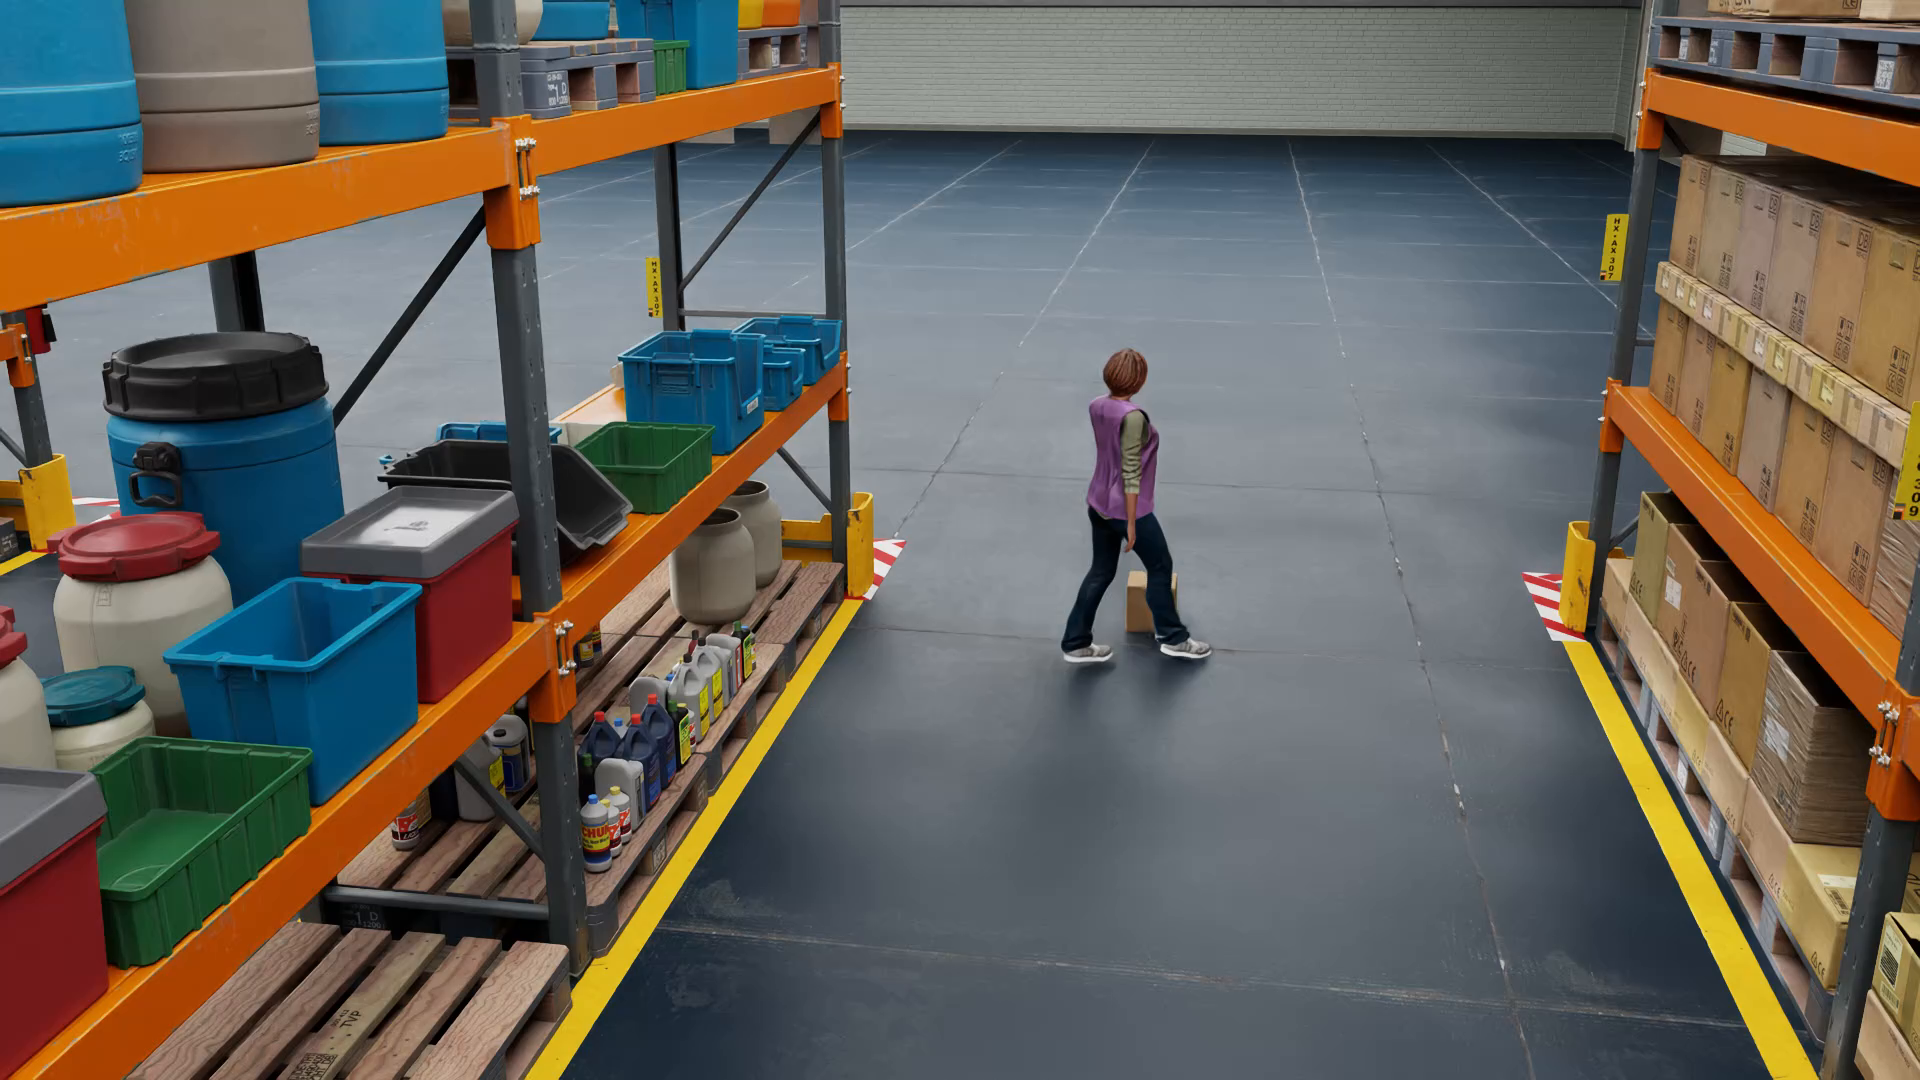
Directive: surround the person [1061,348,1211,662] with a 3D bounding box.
[{"bbox_3d":[0.860,-0.162,8.037,0.750,1.575,0.466,-9,20,-26],"label":"person"}]
